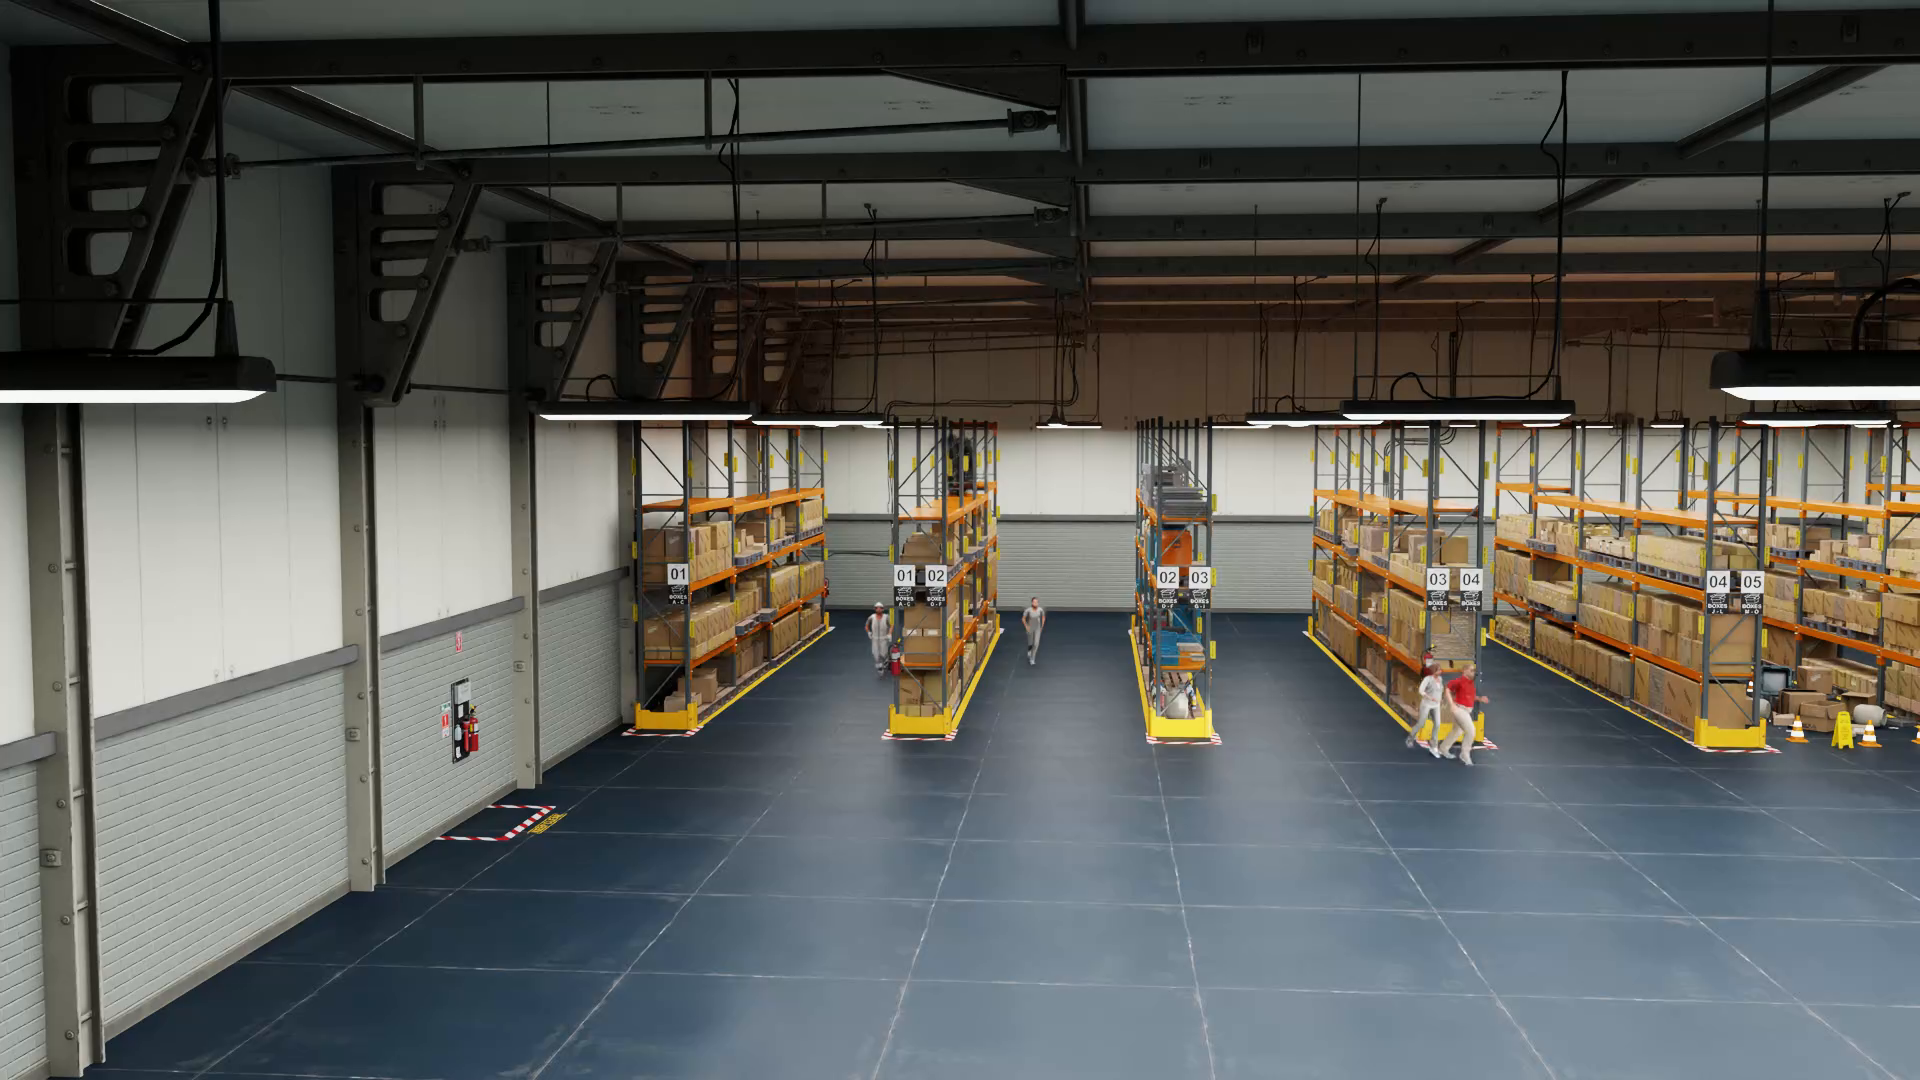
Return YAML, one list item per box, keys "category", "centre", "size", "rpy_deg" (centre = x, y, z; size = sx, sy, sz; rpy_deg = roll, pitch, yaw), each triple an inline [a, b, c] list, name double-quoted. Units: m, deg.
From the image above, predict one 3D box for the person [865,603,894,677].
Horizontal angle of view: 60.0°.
- category: "person"
  centre: [-1.886, 2.323, 38.673]
  size: [0.659, 1.744, 0.590]
  rpy_deg: [0, 4, 4]

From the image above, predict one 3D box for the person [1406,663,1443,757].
- category: "person"
  centre: [8.377, 2.991, 29.573]
  size: [0.625, 1.617, 0.737]
  rpy_deg: [-2, 4, -23]

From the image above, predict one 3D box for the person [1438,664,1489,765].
- category: "person"
  centre: [8.672, 3.022, 28.718]
  size: [0.888, 1.788, 0.592]
  rpy_deg: [3, 5, 34]

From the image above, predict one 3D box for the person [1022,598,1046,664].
- category: "person"
  centre: [1.834, 2.230, 41.176]
  size: [0.585, 1.639, 0.681]
  rpy_deg: [-1, 4, -9]
